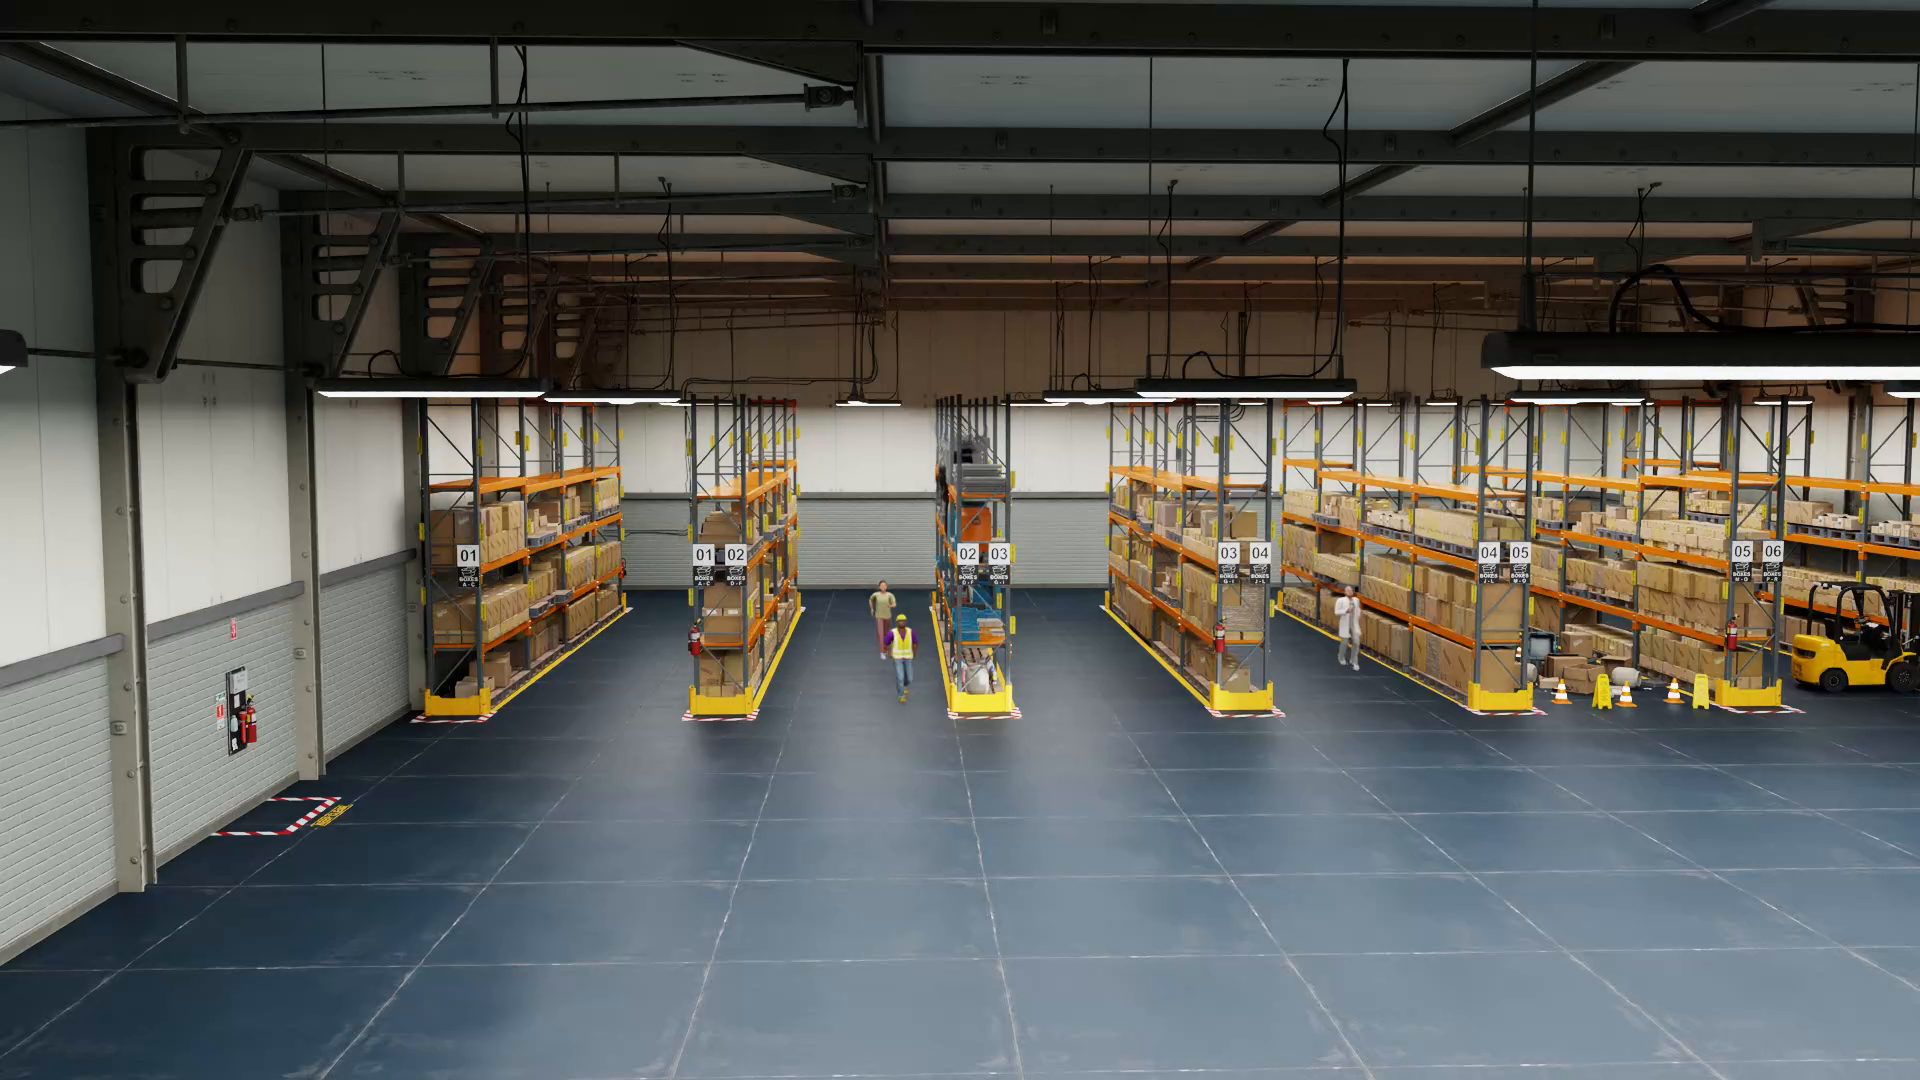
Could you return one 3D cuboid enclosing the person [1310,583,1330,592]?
[{"bbox_3d":[10.652,1.045,48.945,0.924,1.718,0.540,-4,6,-45],"label":"person"}]

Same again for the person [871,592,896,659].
[{"bbox_3d":[-1.662,1.852,36.271,0.530,1.447,0.893,-1,5,-11],"label":"person"}]

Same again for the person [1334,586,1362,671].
[{"bbox_3d":[8.592,1.930,36.772,0.685,1.831,0.832,0,5,-6],"label":"person"}]

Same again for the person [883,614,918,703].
[{"bbox_3d":[-1.146,2.304,32.468,0.700,1.718,0.625,-1,5,-14],"label":"person"}]
